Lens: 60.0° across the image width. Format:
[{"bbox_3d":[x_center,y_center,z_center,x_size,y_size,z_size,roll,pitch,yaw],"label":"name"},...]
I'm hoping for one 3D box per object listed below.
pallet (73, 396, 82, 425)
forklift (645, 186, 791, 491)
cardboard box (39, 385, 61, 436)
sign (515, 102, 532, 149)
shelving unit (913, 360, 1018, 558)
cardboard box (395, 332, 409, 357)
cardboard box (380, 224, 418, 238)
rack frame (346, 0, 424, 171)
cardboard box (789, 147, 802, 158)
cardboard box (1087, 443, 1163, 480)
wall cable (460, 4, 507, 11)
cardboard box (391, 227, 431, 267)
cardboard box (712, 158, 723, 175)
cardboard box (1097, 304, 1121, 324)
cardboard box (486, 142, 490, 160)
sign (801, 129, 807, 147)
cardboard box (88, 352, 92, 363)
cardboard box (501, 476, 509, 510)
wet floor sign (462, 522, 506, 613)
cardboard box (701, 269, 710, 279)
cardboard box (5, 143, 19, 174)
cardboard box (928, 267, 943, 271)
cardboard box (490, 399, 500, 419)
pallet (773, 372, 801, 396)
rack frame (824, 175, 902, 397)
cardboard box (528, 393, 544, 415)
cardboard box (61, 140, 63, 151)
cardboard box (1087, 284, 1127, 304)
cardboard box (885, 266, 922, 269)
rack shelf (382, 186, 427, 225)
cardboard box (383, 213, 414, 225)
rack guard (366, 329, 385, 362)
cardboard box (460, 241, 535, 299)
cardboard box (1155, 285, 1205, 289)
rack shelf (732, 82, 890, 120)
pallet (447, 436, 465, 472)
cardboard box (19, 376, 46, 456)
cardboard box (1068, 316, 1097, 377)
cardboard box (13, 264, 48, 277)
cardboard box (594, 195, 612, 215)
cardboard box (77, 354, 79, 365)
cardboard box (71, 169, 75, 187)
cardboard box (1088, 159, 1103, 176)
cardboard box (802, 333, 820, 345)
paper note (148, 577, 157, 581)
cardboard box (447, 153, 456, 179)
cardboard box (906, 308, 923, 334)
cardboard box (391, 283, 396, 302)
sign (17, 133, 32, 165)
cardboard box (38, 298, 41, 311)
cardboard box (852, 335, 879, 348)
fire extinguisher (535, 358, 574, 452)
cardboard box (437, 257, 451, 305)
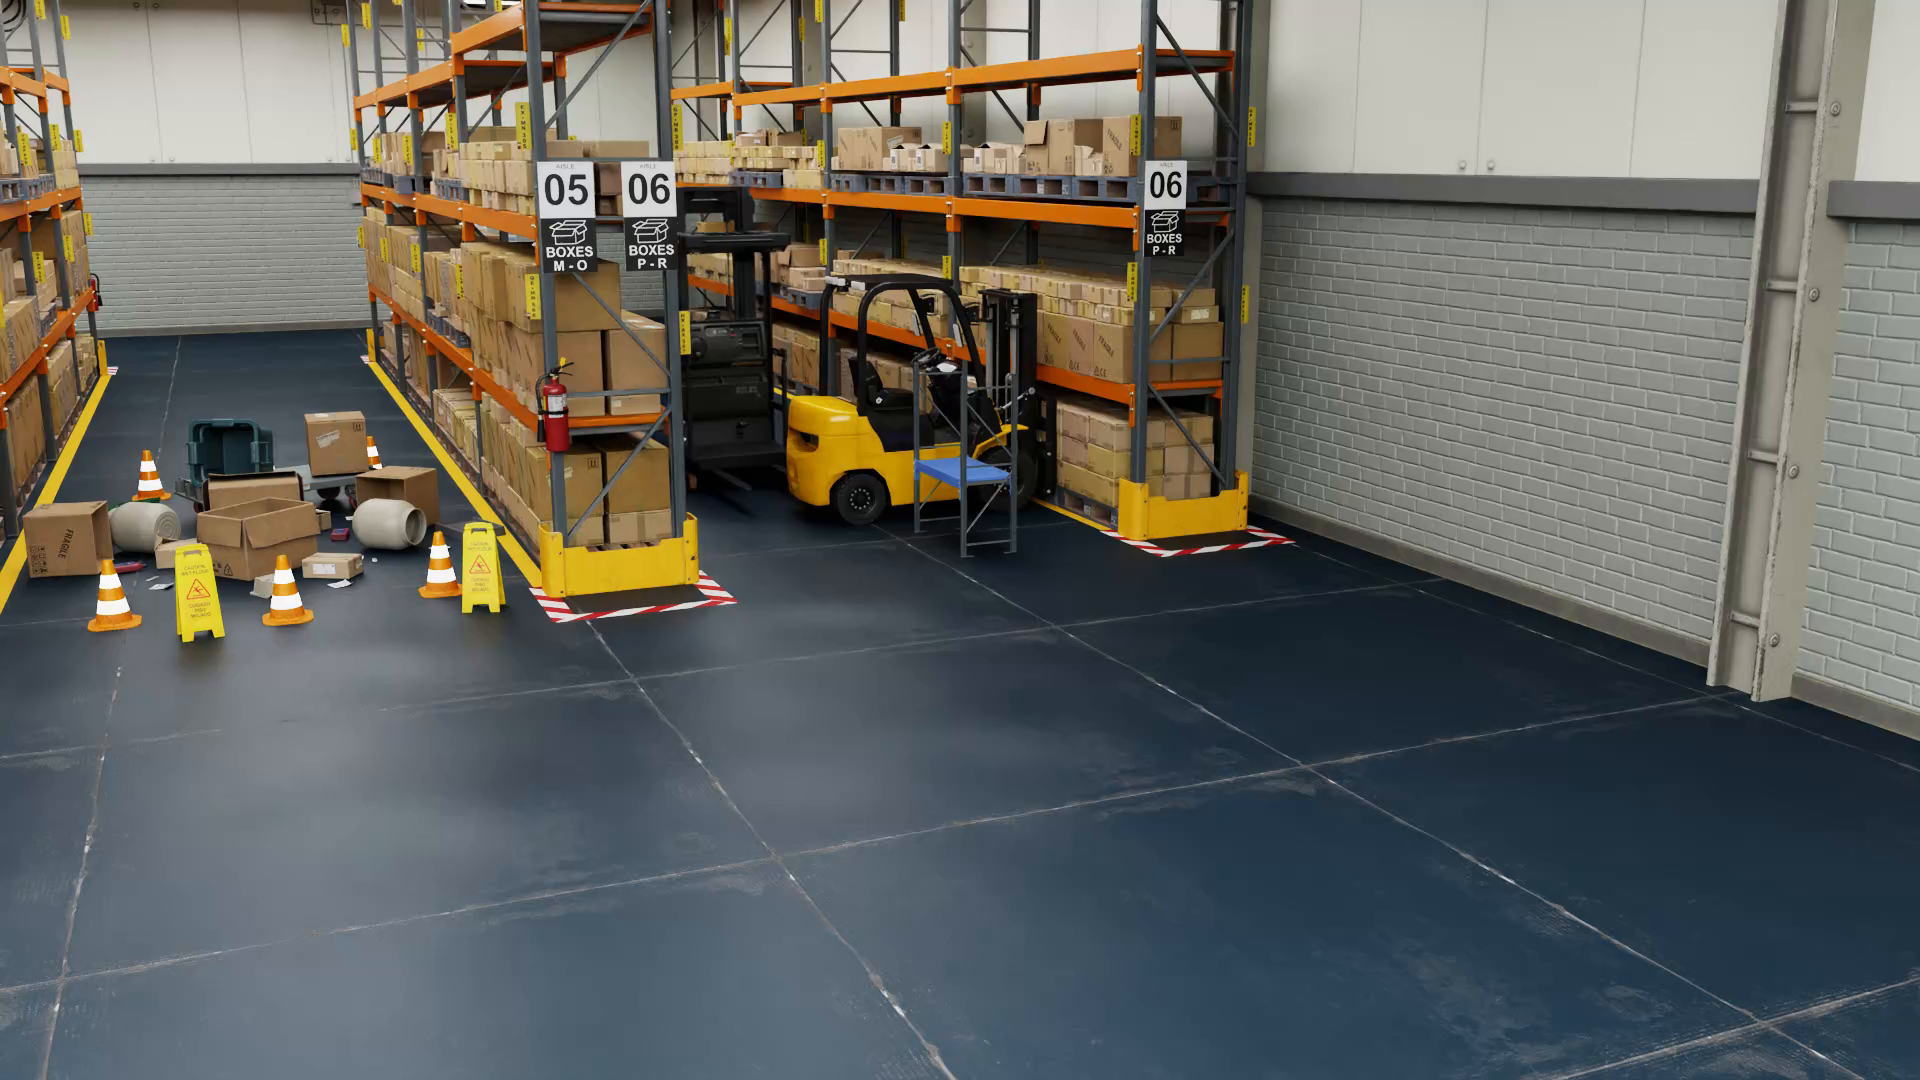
[{"bbox_3d":[-11.575,-1.587,20.760,1.003,0.211,1.213,-6,14,-23],"label":"pallet"},{"bbox_3d":[-2.323,-2.021,16.604,1.130,2.935,3.031,-6,14,-24],"label":"forklift"},{"bbox_3d":[-10.335,-1.436,18.535,0.500,0.500,0.500,-6,14,-25],"label":"cardboard box"},{"bbox_3d":[-3.103,-2.942,11.814,0.100,0.325,0.005,-6,14,-23],"label":"sign"},{"bbox_3d":[0.034,-0.713,14.125,0.538,1.500,1.048,-6,14,-23],"label":"shelving unit"},{"bbox_3d":[-7.905,-2.855,24.805,0.875,0.438,0.875,-6,14,-25],"label":"cardboard box"},{"bbox_3d":[-7.835,-4.183,23.352,0.500,0.500,0.500,-6,14,-23],"label":"cardboard box"},{"bbox_3d":[-8.995,-7.324,26.057,1.000,3.000,0.127,-6,14,-23],"label":"rack frame"},{"bbox_3d":[-2.069,-5.185,22.258,0.380,0.149,0.250,-6,14,-24],"label":"cardboard box"},{"bbox_3d":[1.479,-0.725,14.910,0.500,0.250,0.500,-6,14,-24],"label":"cardboard box"},{"bbox_3d":[-8.274,-8.803,32.365,2.988,3.039,0.133,-6,14,-23],"label":"wall cable"},{"bbox_3d":[-7.251,-3.891,22.090,0.500,0.500,0.500,-6,14,-23],"label":"cardboard box"},{"bbox_3d":[-3.487,-5.740,25.541,0.500,0.250,0.500,-6,14,-25],"label":"cardboard box"},{"bbox_3d":[1.435,-2.006,14.723,0.380,0.149,0.250,-5,14,-22],"label":"cardboard box"},{"bbox_3d":[-3.789,-3.291,14.071,0.380,0.149,0.250,-6,14,-24],"label":"cardboard box"},{"bbox_3d":[-2.339,-5.980,24.882,0.100,0.325,0.005,-6,14,-23],"label":"sign"},{"bbox_3d":[-12.588,-2.597,23.671,0.380,0.149,0.250,-5,14,-22],"label":"cardboard box"},{"bbox_3d":[-3.760,-0.422,14.707,0.500,0.250,0.500,-6,14,-24],"label":"cardboard box"},{"bbox_3d":[-3.490,0.188,12.129,0.267,0.644,0.232,-1,13,-4],"label":"wet floor sign"},{"bbox_3d":[-3.974,-4.312,26.905,0.380,0.149,0.250,-5,14,-22],"label":"cardboard box"},{"bbox_3d":[-9.592,-3.763,16.367,0.500,0.311,0.500,-6,14,-23],"label":"cardboard box"},{"bbox_3d":[-0.154,-3.147,19.654,0.380,0.149,0.250,-5,14,-22],"label":"cardboard box"},{"bbox_3d":[-3.997,-1.185,14.901,0.380,0.149,0.250,-5,14,-21],"label":"cardboard box"},{"bbox_3d":[-1.993,-2.248,23.615,1.003,0.211,1.213,-6,14,-23],"label":"pallet"},{"bbox_3d":[-1.244,-3.197,21.532,1.000,3.000,0.127,-6,14,-23],"label":"rack frame"},{"bbox_3d":[-3.135,-1.073,12.912,0.380,0.149,0.250,-6,14,-24],"label":"cardboard box"},{"bbox_3d":[-12.492,-5.397,22.724,0.380,0.149,0.250,-6,14,-25],"label":"cardboard box"},{"bbox_3d":[1.367,-2.209,14.941,0.380,0.149,0.250,-5,14,-22],"label":"cardboard box"},{"bbox_3d":[-0.667,-3.159,19.706,0.380,0.149,0.250,-6,14,-23],"label":"cardboard box"},{"bbox_3d":[-6.592,-4.272,21.120,1.077,0.370,4.000,-6,14,-23],"label":"rack shelf"},{"bbox_3d":[-7.808,-4.461,23.116,0.380,0.149,0.250,-6,14,-24],"label":"cardboard box"},{"bbox_3d":[-9.005,-3.188,27.036,1.175,0.500,0.348,-6,14,-23],"label":"rack guard"},{"bbox_3d":[-4.211,-2.492,15.386,0.700,0.500,0.500,-6,14,-24],"label":"cardboard box"},{"bbox_3d":[1.973,-2.203,14.918,0.380,0.149,0.250,-5,14,-21],"label":"cardboard box"},{"bbox_3d":[-2.045,-5.988,22.767,1.077,0.370,4.000,-6,14,-23],"label":"rack shelf"},{"bbox_3d":[-4.994,-0.976,18.121,1.003,0.211,1.213,-6,14,-23],"label":"pallet"},{"bbox_3d":[-10.124,-1.255,17.197,1.050,0.750,0.750,-6,14,-24],"label":"cardboard box"},{"bbox_3d":[1.323,-1.779,15.183,0.500,0.500,0.500,-5,14,-21],"label":"cardboard box"},{"bbox_3d":[-11.233,-3.250,20.067,0.380,0.149,0.250,-6,14,-23],"label":"cardboard box"},{"bbox_3d":[-2.609,-2.578,12.763,0.380,0.149,0.250,-6,14,-25],"label":"cardboard box"},{"bbox_3d":[-11.892,-2.364,22.005,0.380,0.149,0.250,-5,14,-20],"label":"cardboard box"},{"bbox_3d":[-12.668,-5.043,23.186,0.500,0.250,0.500,-5,14,-21],"label":"cardboard box"},{"bbox_3d":[1.350,-3.281,14.643,0.380,0.149,0.250,-6,14,-25],"label":"cardboard box"},{"bbox_3d":[-1.941,-2.750,22.773,0.380,0.149,0.250,-5,14,-21],"label":"cardboard box"},{"bbox_3d":[-6.334,0.302,13.041,0.032,0.001,0.123,1,13,6],"label":"paper note"},{"bbox_3d":[-4.956,-3.833,17.026,0.500,0.250,0.500,-5,14,-22],"label":"cardboard box"},{"bbox_3d":[-0.290,-2.482,18.773,0.500,0.250,0.500,-6,14,-23],"label":"cardboard box"},{"bbox_3d":[-7.459,-3.387,22.683,0.500,0.250,0.500,-6,14,-24],"label":"cardboard box"},{"bbox_3d":[-9.774,-4.080,17.374,0.100,0.325,0.005,-6,14,-23],"label":"sign"},{"bbox_3d":[-10.605,-2.640,18.749,0.380,0.149,0.250,-5,14,-20],"label":"cardboard box"},{"bbox_3d":[-1.249,-2.693,22.528,0.380,0.149,0.250,-5,14,-21],"label":"cardboard box"},{"bbox_3d":[-2.962,-0.992,12.177,0.296,0.674,0.183,-6,14,-23],"label":"fire extinguisher"},{"bbox_3d":[-5.388,-2.816,18.074,0.500,0.500,0.500,-5,14,-22],"label":"cardboard box"}]
